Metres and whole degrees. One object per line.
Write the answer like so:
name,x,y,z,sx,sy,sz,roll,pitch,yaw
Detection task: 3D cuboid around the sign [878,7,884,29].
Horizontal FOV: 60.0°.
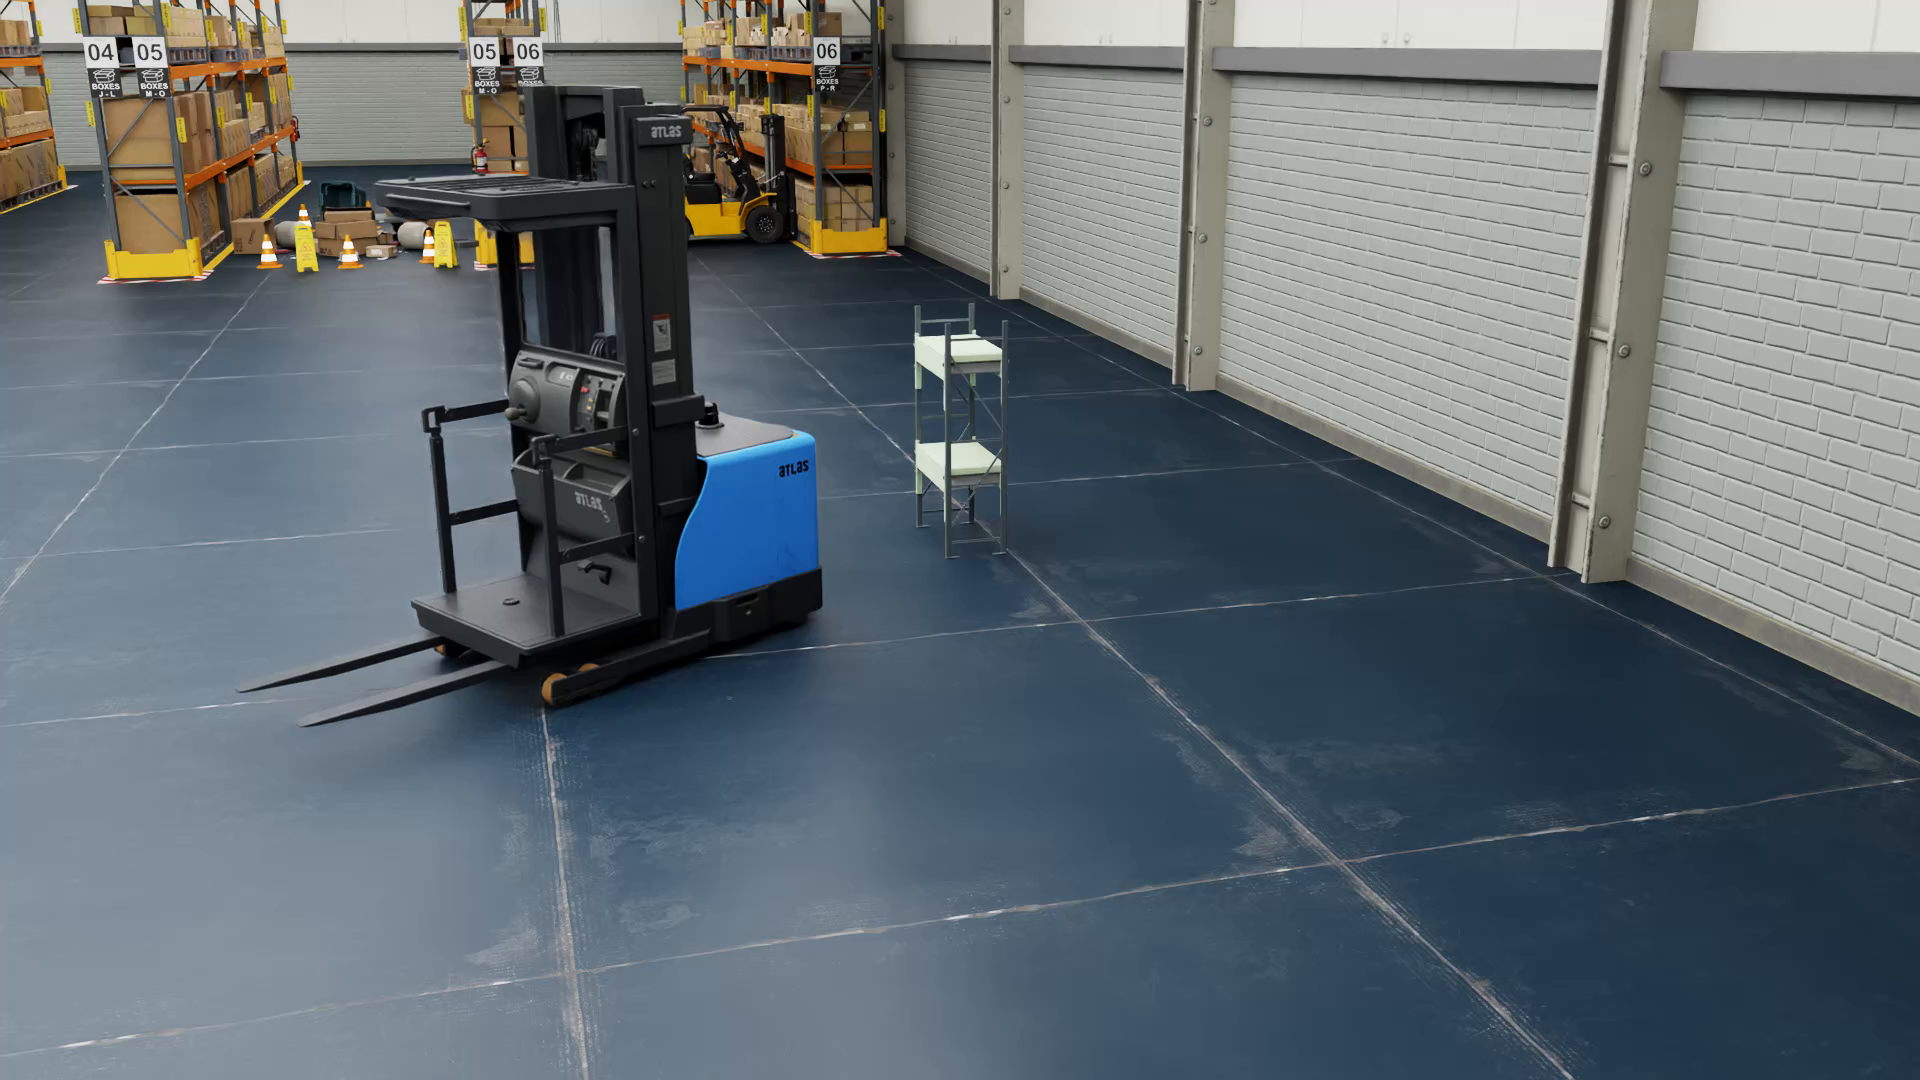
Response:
sign,-1.202,-7.890,25.132,0.100,0.325,0.005,-5,17,-15

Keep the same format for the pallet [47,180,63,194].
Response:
pallet,-20.139,-7.652,36.061,1.003,0.211,1.213,-5,17,-15

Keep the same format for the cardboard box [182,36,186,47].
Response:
cardboard box,-11.373,-7.176,23.946,0.380,0.149,0.250,-5,17,-16

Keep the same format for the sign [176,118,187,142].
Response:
sign,-10.705,-5.636,22.859,0.100,0.325,0.005,-5,17,-15

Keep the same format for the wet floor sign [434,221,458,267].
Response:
wet floor sign,-7.485,-4.296,24.132,0.267,0.644,0.232,1,17,4

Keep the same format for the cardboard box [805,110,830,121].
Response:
cardboard box,-2.234,-6.674,26.137,0.380,0.149,0.250,-4,17,-14

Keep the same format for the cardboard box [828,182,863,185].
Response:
cardboard box,-1.828,-5.603,26.703,0.500,0.250,0.500,-5,17,-15

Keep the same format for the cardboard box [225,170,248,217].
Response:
cardboard box,-13.114,-6.061,29.096,1.050,0.750,0.750,-4,17,-14

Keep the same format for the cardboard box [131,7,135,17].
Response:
cardboard box,-12.078,-7.577,23.895,0.380,0.149,0.250,-5,17,-15

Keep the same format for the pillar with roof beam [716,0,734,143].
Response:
pillar with roof beam,-10.148,-13.730,41.018,9.100,9.000,0.400,-5,17,-15

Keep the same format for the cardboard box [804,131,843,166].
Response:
cardboard box,-2.125,-6.117,25.930,0.500,0.500,0.500,-5,17,-16

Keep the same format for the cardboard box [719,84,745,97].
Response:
cardboard box,-5.188,-10.136,37.923,0.500,0.500,0.500,-5,17,-17

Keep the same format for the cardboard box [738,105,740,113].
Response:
cardboard box,-4.131,-8.414,32.448,0.380,0.149,0.250,-4,17,-14

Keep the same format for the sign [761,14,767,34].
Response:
sign,-3.355,-8.850,28.541,0.100,0.325,0.005,-5,17,-15

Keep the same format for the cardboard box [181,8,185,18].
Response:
cardboard box,-11.445,-7.629,24.067,0.380,0.149,0.250,-4,17,-14

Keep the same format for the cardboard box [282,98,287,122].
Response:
cardboard box,-14.981,-9.371,36.245,0.500,0.500,0.500,-5,17,-15

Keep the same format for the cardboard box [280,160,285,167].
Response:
cardboard box,-14.838,-8.127,35.986,0.380,0.149,0.250,-5,17,-15

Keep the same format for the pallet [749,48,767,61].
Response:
pallet,-3.353,-9.023,30.892,1.003,0.211,1.213,-4,17,-13

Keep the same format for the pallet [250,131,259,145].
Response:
pallet,-13.737,-7.451,30.877,1.213,0.211,1.003,-5,17,-15

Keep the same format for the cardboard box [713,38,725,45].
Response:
cardboard box,-4.888,-10.302,34.352,0.380,0.149,0.250,-4,17,-14

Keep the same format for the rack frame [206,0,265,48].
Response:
rack frame,-14.538,-11.334,33.041,1.000,3.000,0.127,-5,17,-15

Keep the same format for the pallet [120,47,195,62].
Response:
pallet,-11.793,-7.078,24.241,1.003,0.211,1.213,-5,17,-15

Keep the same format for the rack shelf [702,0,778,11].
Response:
rack shelf,-4.485,-11.057,34.067,1.077,0.370,4.000,-5,17,-15

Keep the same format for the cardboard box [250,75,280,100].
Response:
cardboard box,-14.694,-9.558,35.129,0.500,0.500,0.500,-4,17,-14

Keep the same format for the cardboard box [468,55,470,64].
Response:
cardboard box,-7.340,-7.375,25.512,0.380,0.149,0.250,-5,17,-16

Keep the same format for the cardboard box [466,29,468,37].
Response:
cardboard box,-7.339,-7.751,25.377,0.380,0.149,0.250,-4,17,-14

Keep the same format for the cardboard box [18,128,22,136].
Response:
cardboard box,-19.315,-8.302,33.814,0.380,0.149,0.250,-5,17,-17

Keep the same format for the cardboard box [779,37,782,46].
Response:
cardboard box,-2.794,-8.265,27.572,0.380,0.149,0.250,-4,17,-14

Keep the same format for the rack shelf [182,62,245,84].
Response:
rack shelf,-12.889,-7.893,28.051,1.077,0.370,4.000,-5,17,-15

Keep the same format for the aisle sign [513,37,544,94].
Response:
aisle sign,-6.193,-6.813,23.901,0.394,0.787,0.004,-5,17,-15

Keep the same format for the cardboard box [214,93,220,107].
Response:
cardboard box,-12.763,-7.193,27.774,0.700,0.500,0.500,-5,17,-15

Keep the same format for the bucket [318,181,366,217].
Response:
bucket,-10.085,-5.553,27.271,0.726,0.611,0.620,1,7,4

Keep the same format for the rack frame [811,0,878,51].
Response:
rack frame,-1.737,-8.827,24.697,1.000,3.000,0.127,-5,17,-15

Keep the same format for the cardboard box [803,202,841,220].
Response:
cardboard box,-2.171,-5.188,26.189,0.500,0.250,0.500,-5,17,-16

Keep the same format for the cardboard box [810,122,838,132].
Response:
cardboard box,-2.102,-6.387,25.698,0.380,0.149,0.250,-4,17,-14

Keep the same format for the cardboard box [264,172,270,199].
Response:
cardboard box,-13.675,-6.855,32.172,0.500,0.500,0.500,-5,17,-17

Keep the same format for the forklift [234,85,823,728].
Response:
forklift,-2.151,-0.743,8.330,1.130,2.935,3.031,15,22,41

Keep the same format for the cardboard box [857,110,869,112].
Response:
cardboard box,-1.637,-6.644,26.036,0.380,0.149,0.250,-4,17,-13

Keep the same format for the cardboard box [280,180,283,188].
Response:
cardboard box,-14.329,-7.423,34.674,0.380,0.149,0.250,-5,18,-18

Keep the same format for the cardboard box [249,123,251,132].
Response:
cardboard box,-13.516,-7.724,31.157,0.380,0.149,0.250,-4,17,-12

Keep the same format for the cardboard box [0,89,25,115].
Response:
cardboard box,-19.496,-8.959,34.005,0.500,0.500,0.500,-5,18,-17

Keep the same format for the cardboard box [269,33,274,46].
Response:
cardboard box,-14.697,-10.495,34.856,0.500,0.250,0.500,-4,17,-14

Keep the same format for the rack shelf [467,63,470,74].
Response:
rack shelf,-8.157,-8.312,29.447,1.077,0.370,4.000,-5,17,-15

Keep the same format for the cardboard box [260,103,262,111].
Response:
cardboard box,-14.165,-8.657,33.229,0.380,0.149,0.250,-5,17,-17

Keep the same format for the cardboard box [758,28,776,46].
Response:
cardboard box,-3.269,-8.884,29.352,0.500,0.311,0.500,-5,18,-17

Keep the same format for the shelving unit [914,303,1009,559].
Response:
shelving unit,0.002,-0.716,10.730,0.431,1.500,0.755,-5,17,-15

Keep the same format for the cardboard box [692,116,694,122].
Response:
cardboard box,-6.193,-10.080,39.733,0.380,0.149,0.250,-4,17,-14

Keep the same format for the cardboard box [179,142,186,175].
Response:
cardboard box,-11.558,-5.463,23.663,0.875,0.550,0.550,-5,17,-15

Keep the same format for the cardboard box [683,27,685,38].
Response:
cardboard box,-6.254,-11.984,39.294,0.500,0.250,0.500,-5,17,-16

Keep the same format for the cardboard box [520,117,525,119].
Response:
cardboard box,-7.099,-6.612,27.060,0.500,0.500,0.500,-4,17,-13

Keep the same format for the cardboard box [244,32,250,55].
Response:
cardboard box,-13.484,-9.156,30.830,0.500,0.500,0.500,-5,17,-15
